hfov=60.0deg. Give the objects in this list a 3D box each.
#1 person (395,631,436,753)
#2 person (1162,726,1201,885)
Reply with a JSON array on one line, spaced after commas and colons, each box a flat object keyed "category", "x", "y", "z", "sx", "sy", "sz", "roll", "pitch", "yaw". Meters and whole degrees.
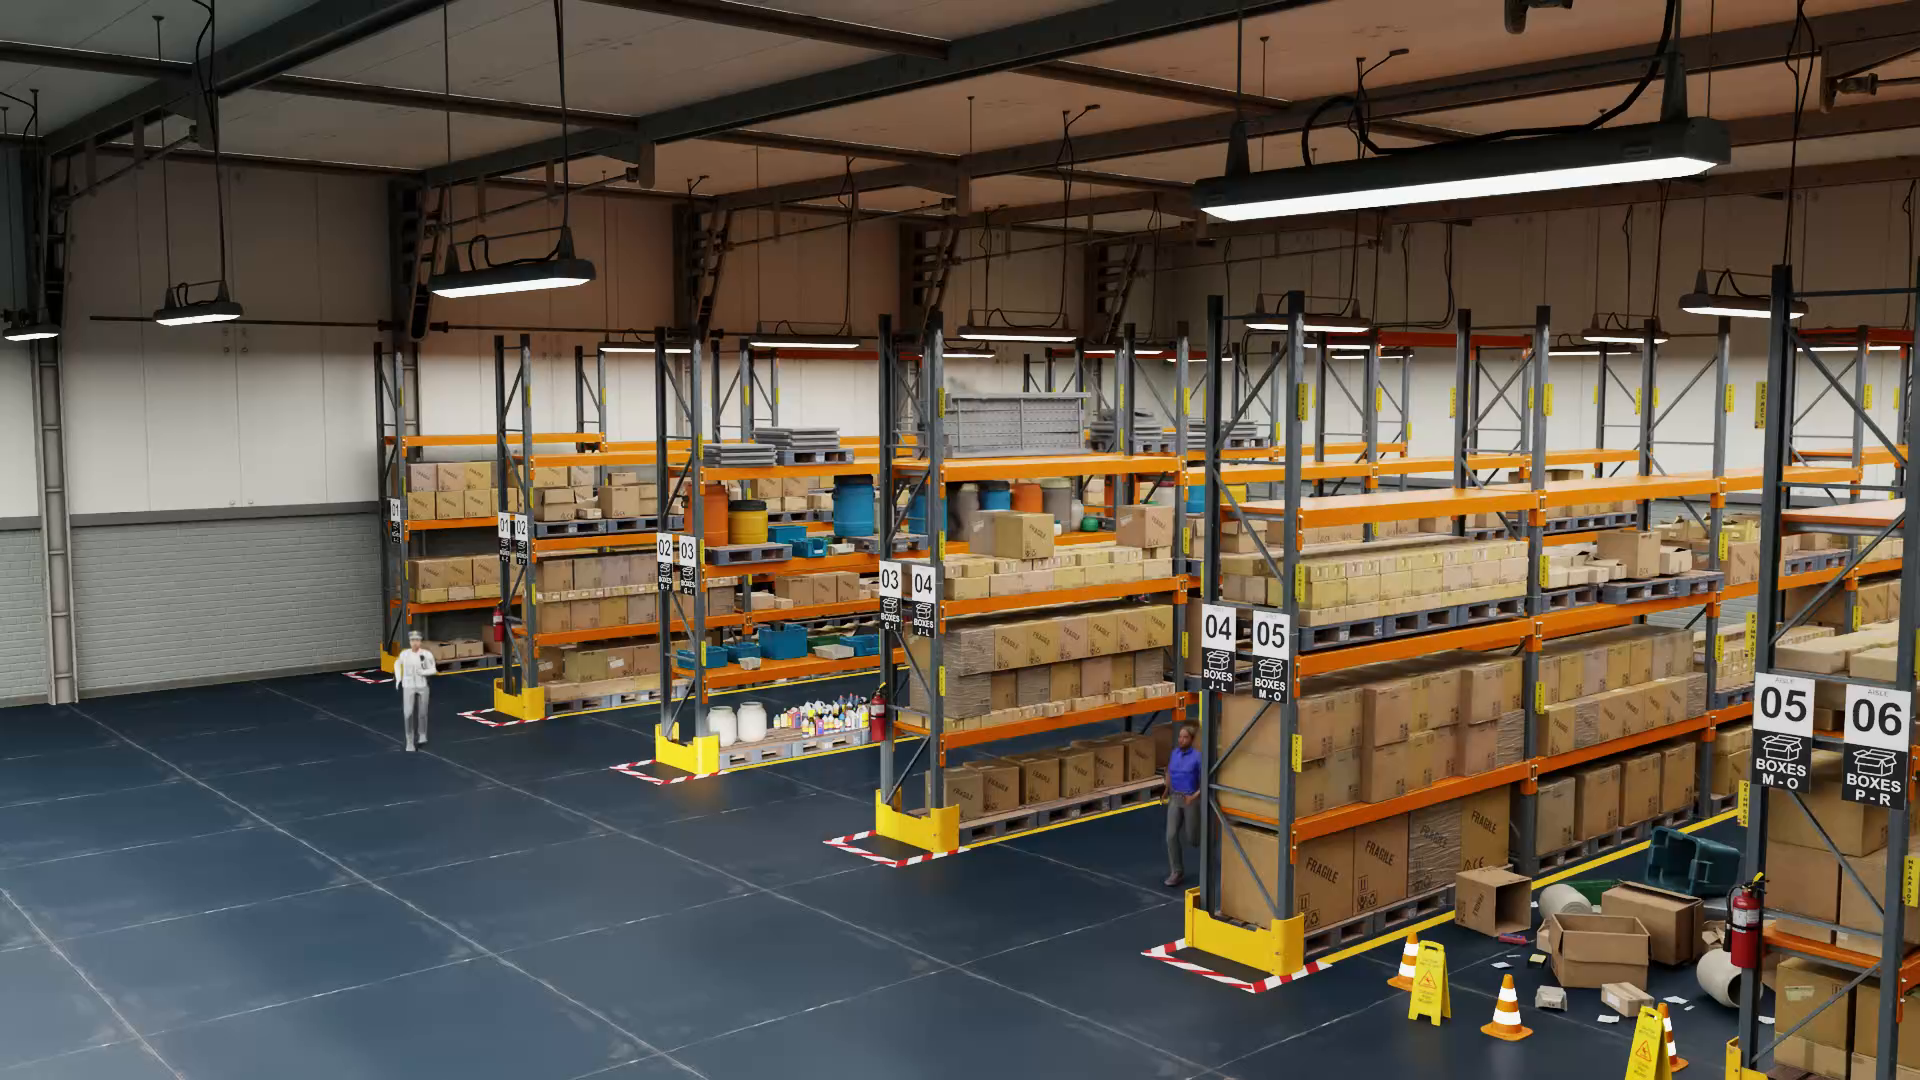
[{"category": "person", "x": -7.794, "y": 2.159, "z": 23.815, "sx": 0.580, "sy": 1.750, "sz": 0.719, "roll": -2, "pitch": 5, "yaw": -16}, {"category": "person", "x": 2.385, "y": 2.760, "z": 17.524, "sx": 0.585, "sy": 1.631, "sz": 0.776, "roll": 4, "pitch": 7, "yaw": 38}]
